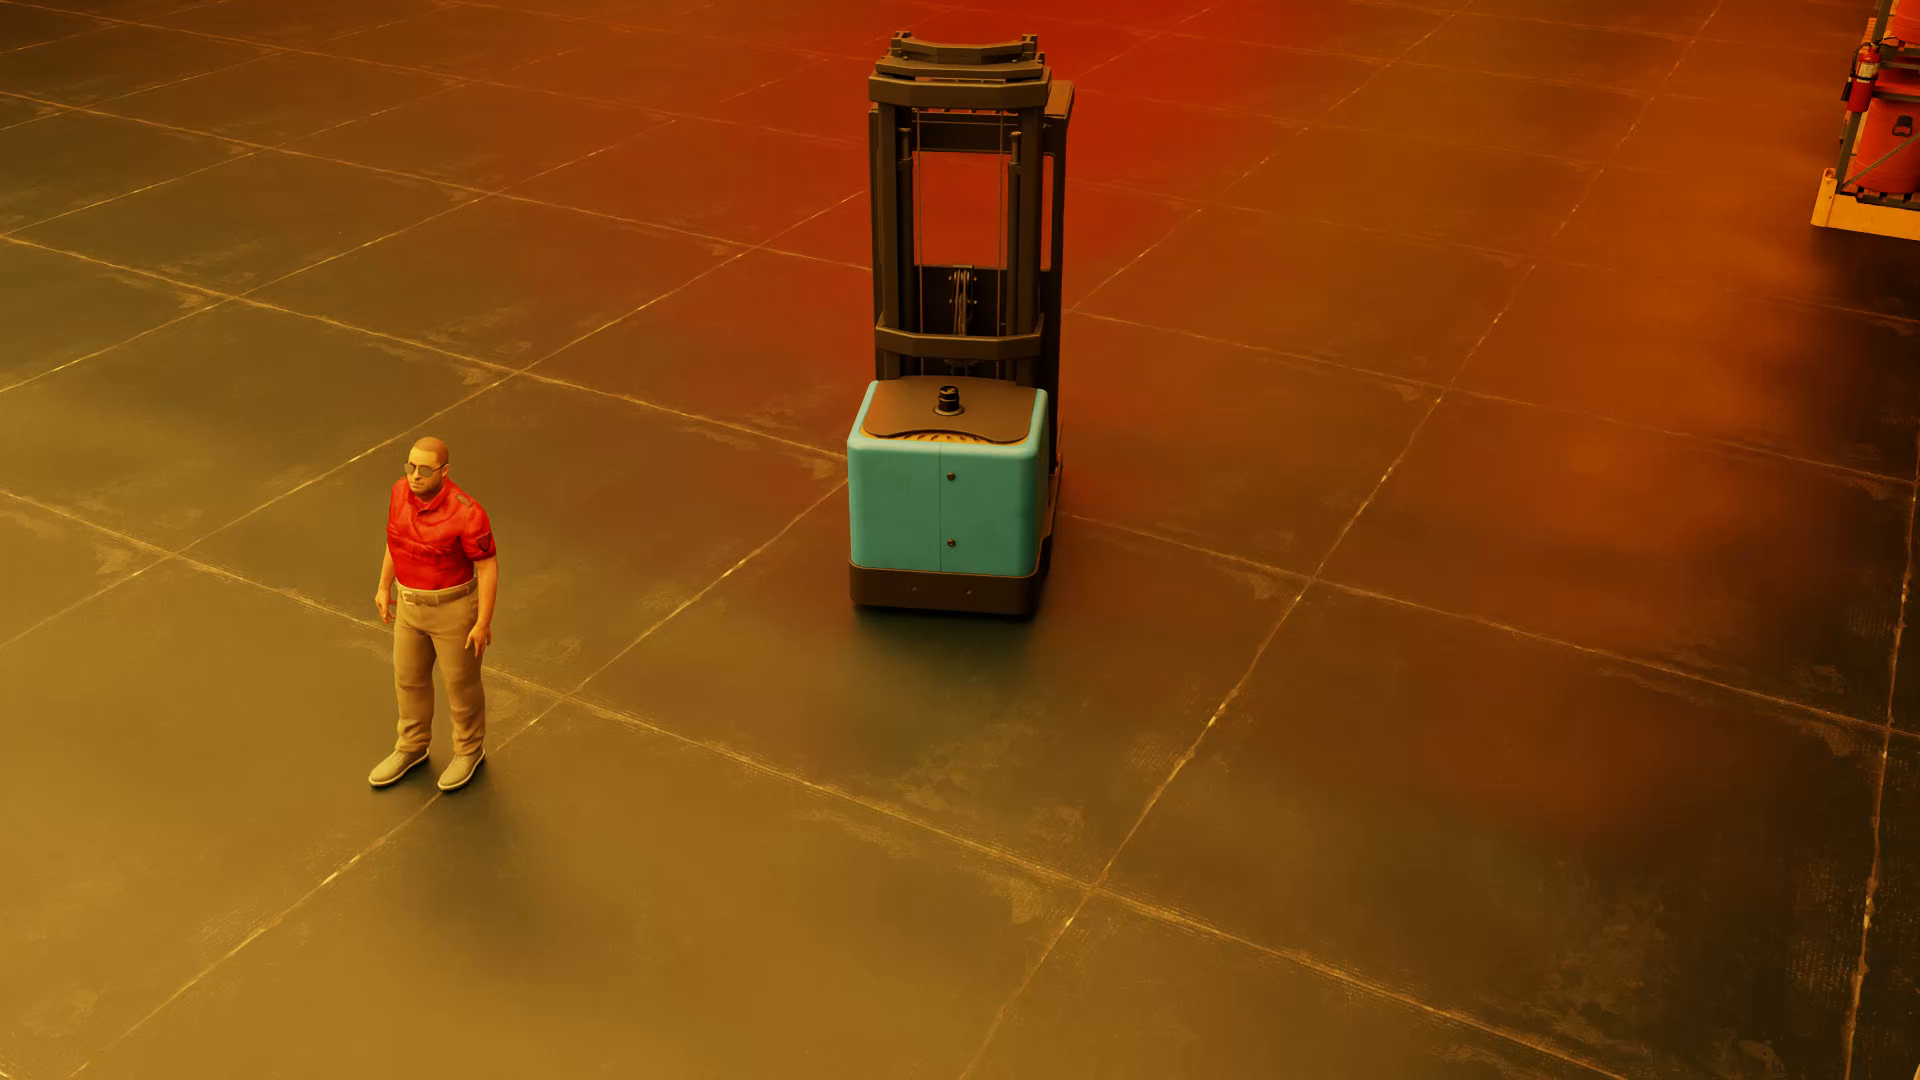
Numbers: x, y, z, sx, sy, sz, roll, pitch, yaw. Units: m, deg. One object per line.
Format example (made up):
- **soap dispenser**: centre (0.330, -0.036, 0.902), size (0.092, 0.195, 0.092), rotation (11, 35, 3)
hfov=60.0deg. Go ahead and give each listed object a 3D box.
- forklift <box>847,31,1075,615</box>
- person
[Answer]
- **forklift**: centre (0.072, -1.572, 9.794), size (1.130, 2.935, 3.031), rotation (3, 30, 6)
- **person**: centre (-2.451, 0.364, 7.629), size (0.640, 1.727, 0.551), rotation (13, 32, 21)
